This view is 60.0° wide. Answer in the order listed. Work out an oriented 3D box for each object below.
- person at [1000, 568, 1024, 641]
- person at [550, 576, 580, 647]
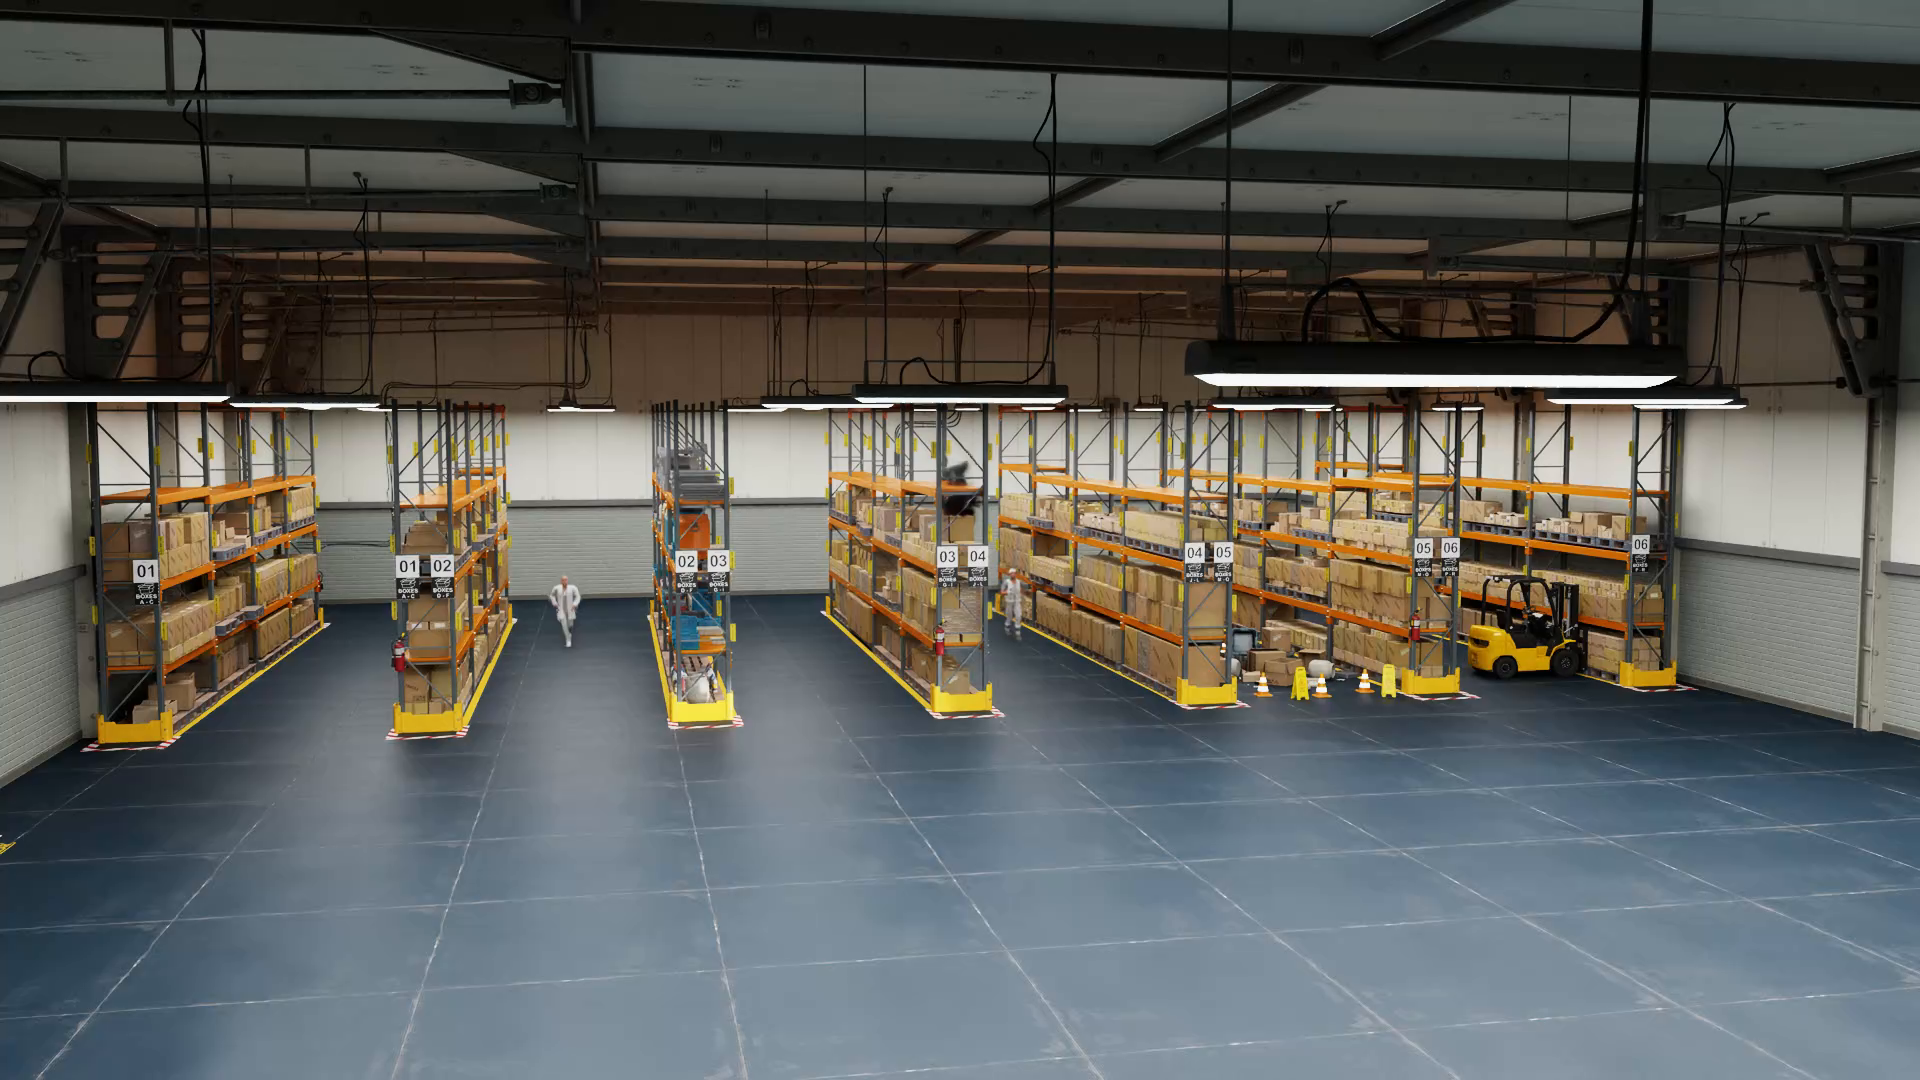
[{"bbox_3d":[1.337,1.622,42.223,0.648,1.809,0.920,-1,4,-14],"label":"person"},{"bbox_3d":[-9.807,1.752,41.309,0.734,1.745,0.733,-1,4,-13],"label":"person"}]
